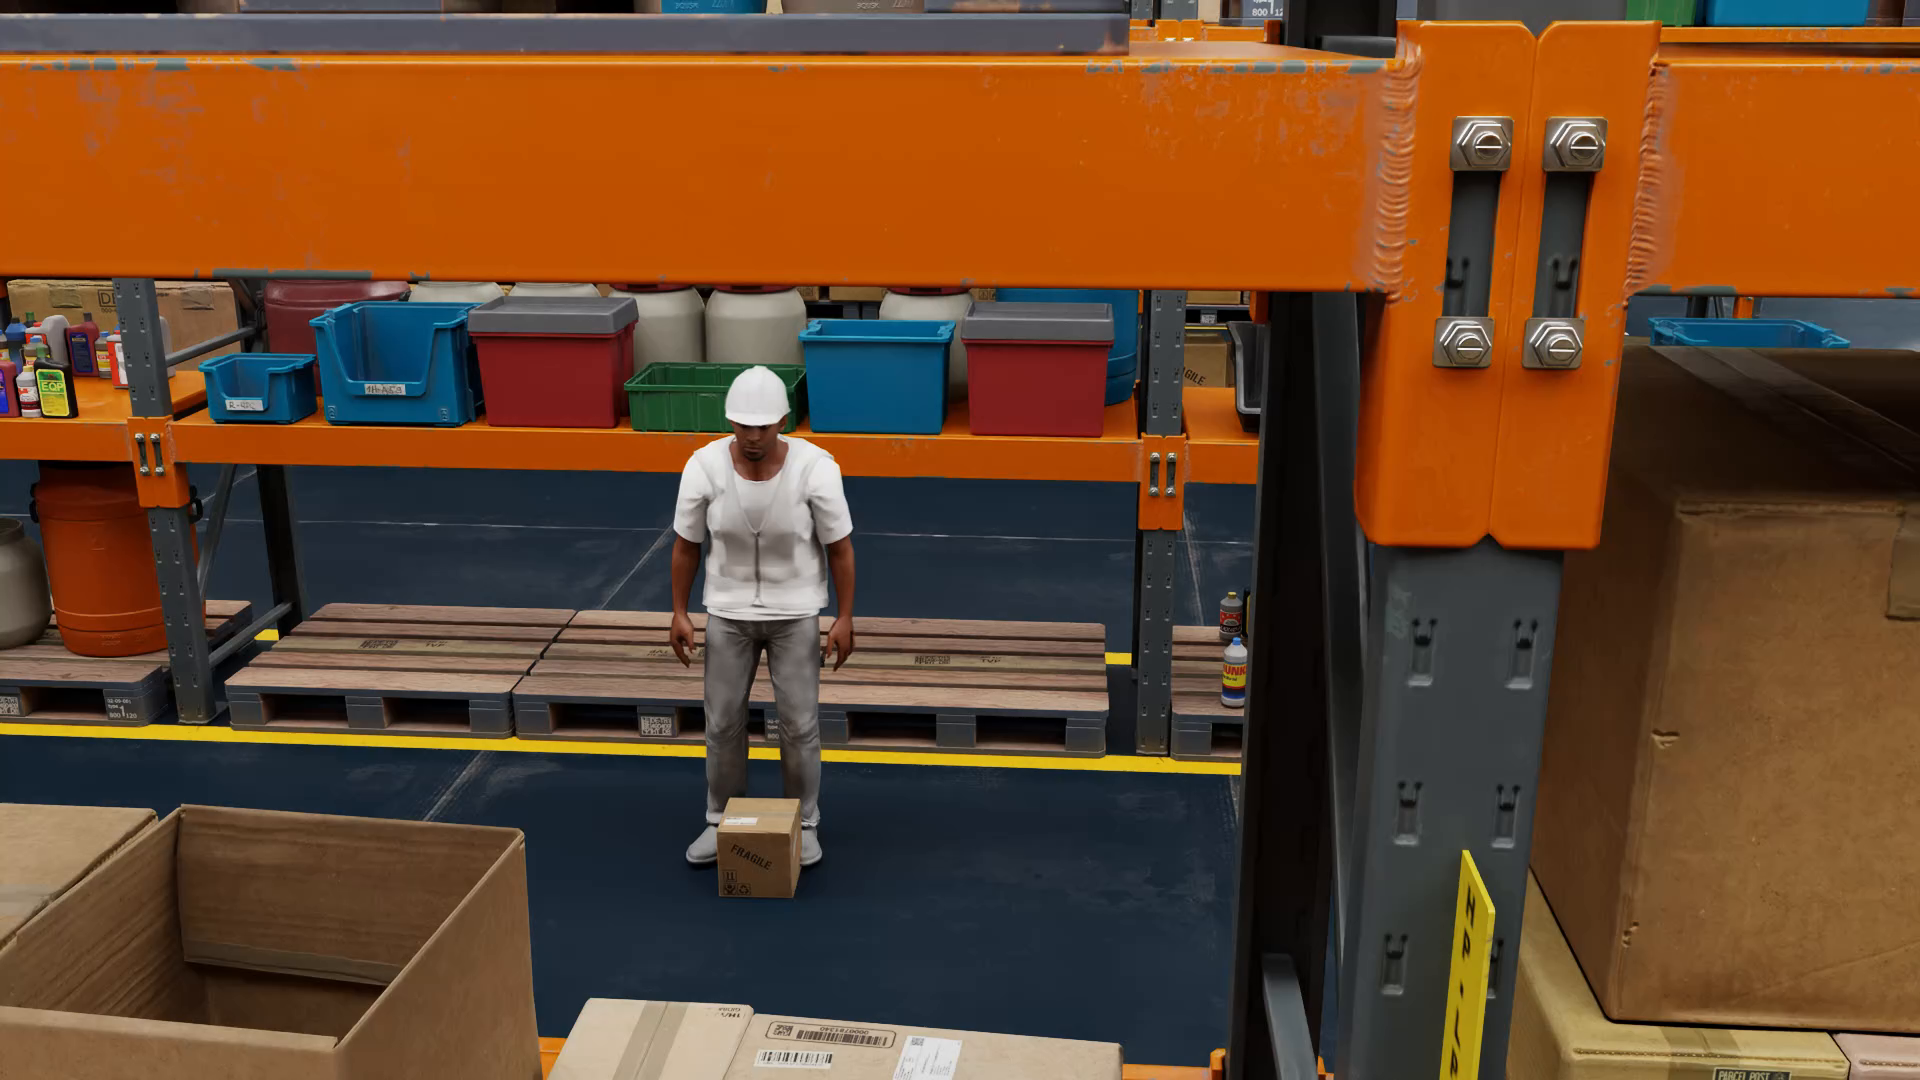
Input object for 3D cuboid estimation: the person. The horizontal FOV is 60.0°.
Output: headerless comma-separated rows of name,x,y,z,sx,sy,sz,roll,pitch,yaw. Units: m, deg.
person,-0.674,0.266,5.670,0.635,1.760,0.462,1,17,3
